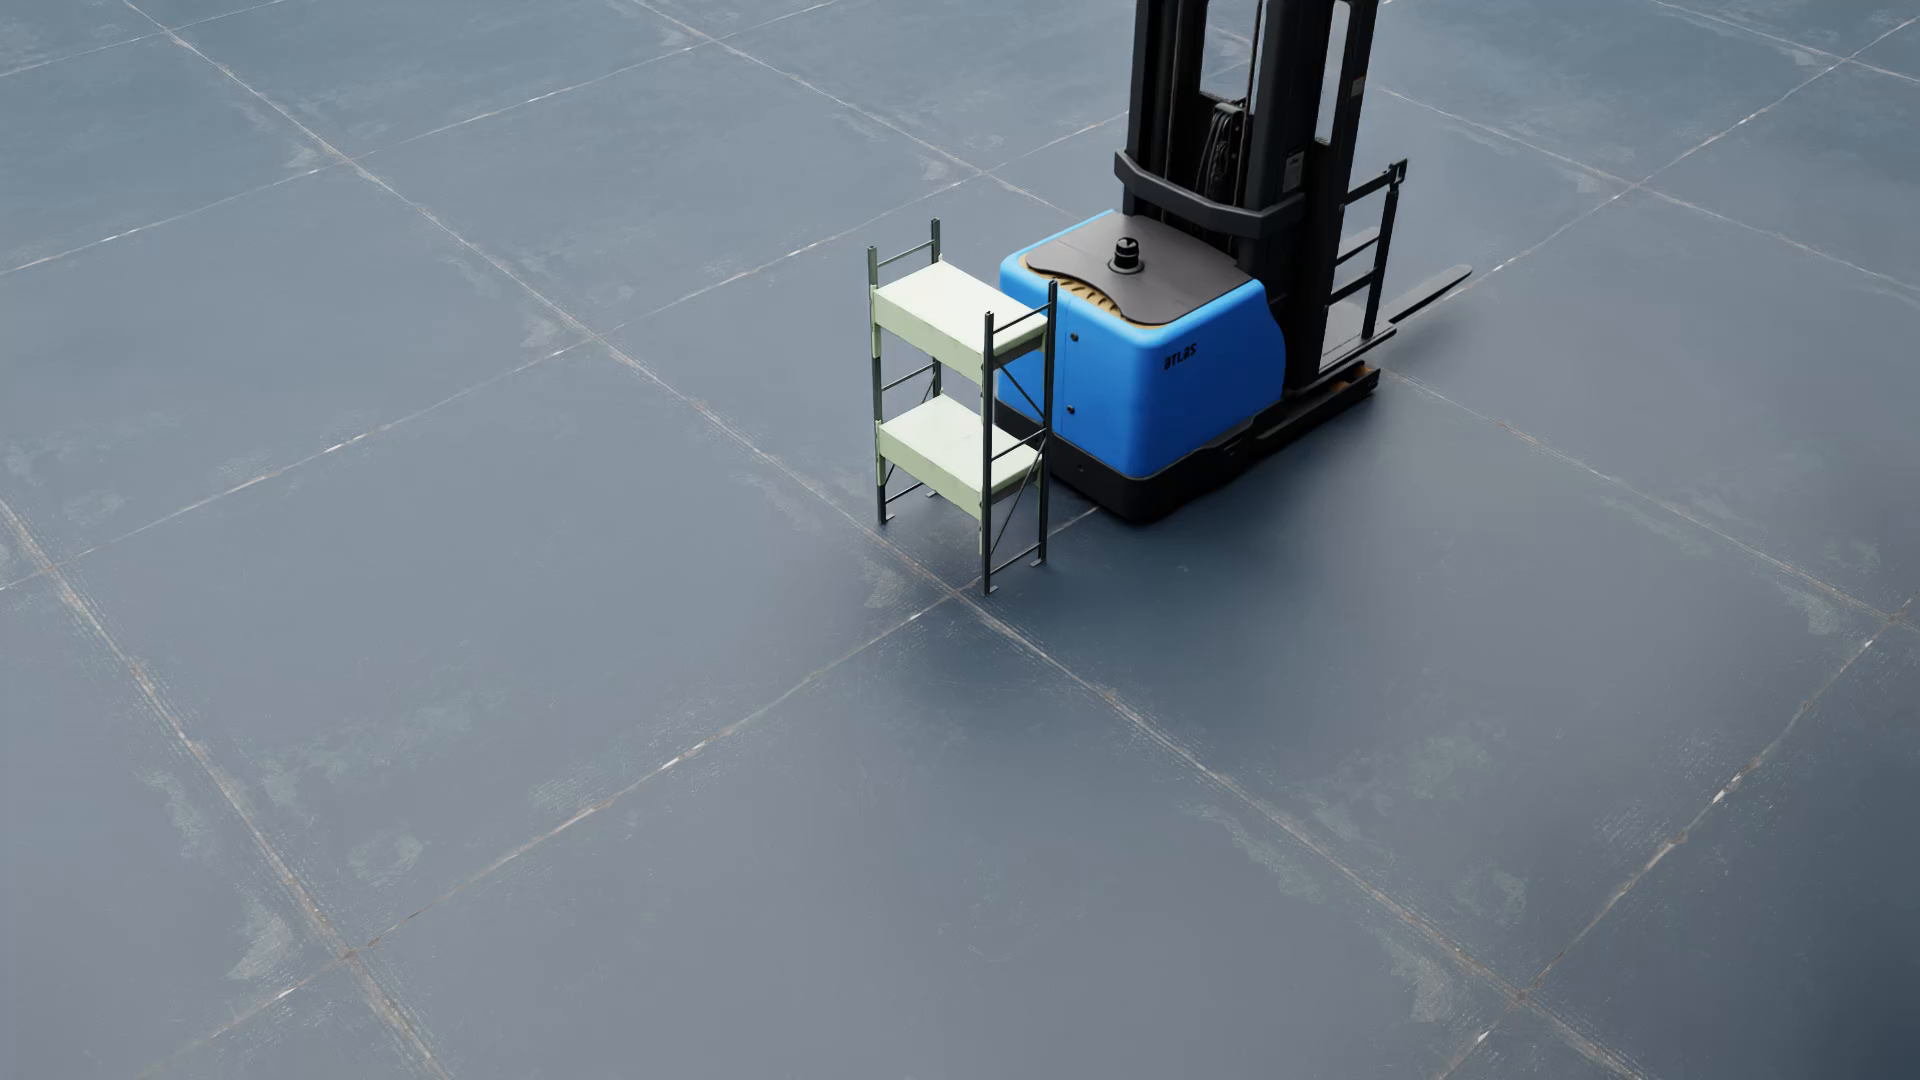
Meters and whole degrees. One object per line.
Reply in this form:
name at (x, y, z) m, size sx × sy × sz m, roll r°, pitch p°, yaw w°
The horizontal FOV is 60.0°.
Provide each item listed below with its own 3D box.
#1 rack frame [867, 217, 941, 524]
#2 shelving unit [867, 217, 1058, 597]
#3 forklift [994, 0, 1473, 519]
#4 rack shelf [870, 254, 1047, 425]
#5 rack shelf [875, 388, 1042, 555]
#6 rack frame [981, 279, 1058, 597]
rack frame at (-0.243, -0.750, 7.693) m, size 0.400 × 1.500 × 0.023 m, roll -30°, pitch 48°, yaw -32°
shelving unit at (0.005, -0.580, 7.483) m, size 0.431 × 1.500 × 0.755 m, roll -30°, pitch 48°, yaw -32°
forklift at (1.601, -2.039, 8.150) m, size 3.031 × 2.935 × 1.130 m, roll -30°, pitch 48°, yaw -32°
rack shelf at (0.005, -0.884, 7.238) m, size 0.431 × 0.370 × 0.720 m, roll -30°, pitch 48°, yaw -32°
rack shelf at (0.005, -0.327, 7.688) m, size 0.431 × 0.370 × 0.720 m, roll -30°, pitch 48°, yaw -32°
rack frame at (0.252, -0.411, 7.273) m, size 0.400 × 1.500 × 0.023 m, roll -30°, pitch 48°, yaw -32°
